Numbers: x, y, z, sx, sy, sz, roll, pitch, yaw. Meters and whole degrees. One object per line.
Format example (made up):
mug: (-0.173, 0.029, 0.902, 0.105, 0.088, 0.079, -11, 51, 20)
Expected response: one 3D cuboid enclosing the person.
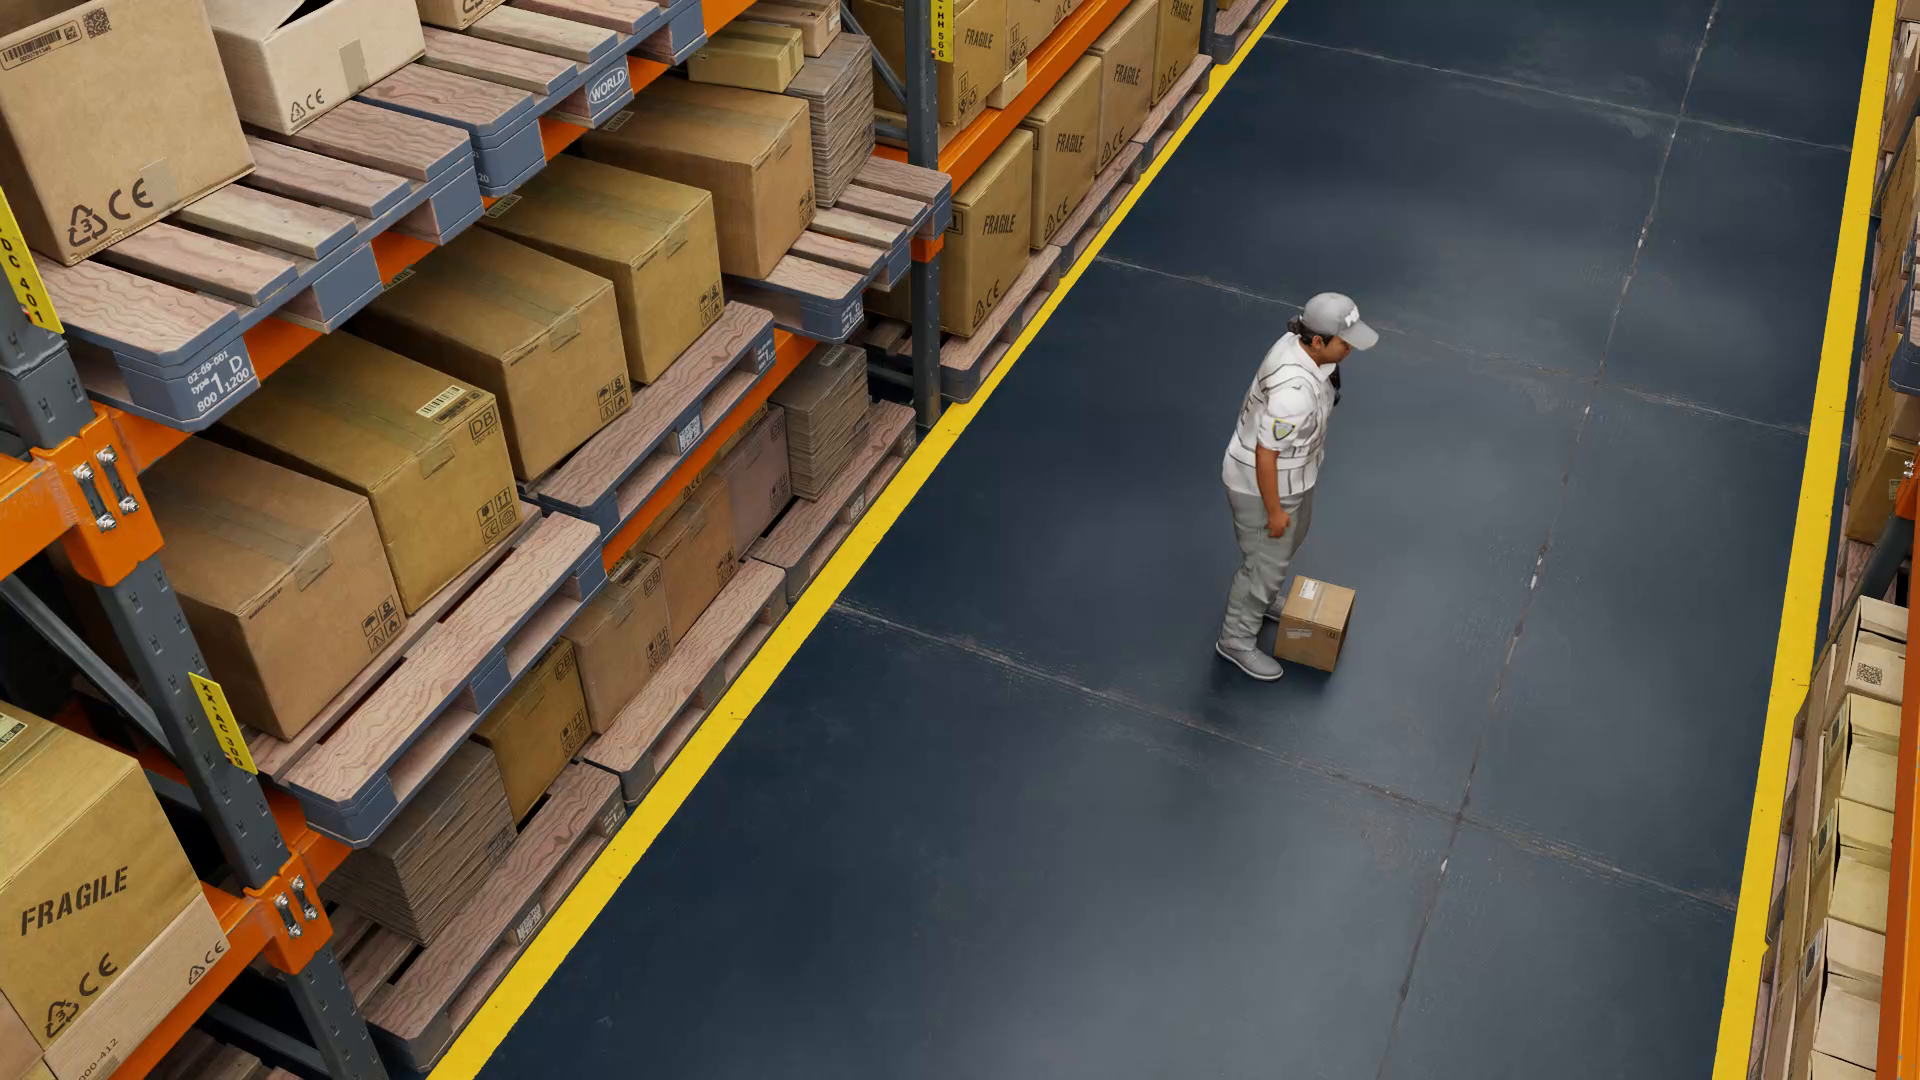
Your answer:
person: (1.256, -0.235, 6.414, 0.469, 1.666, 0.556, 16, 45, 17)
